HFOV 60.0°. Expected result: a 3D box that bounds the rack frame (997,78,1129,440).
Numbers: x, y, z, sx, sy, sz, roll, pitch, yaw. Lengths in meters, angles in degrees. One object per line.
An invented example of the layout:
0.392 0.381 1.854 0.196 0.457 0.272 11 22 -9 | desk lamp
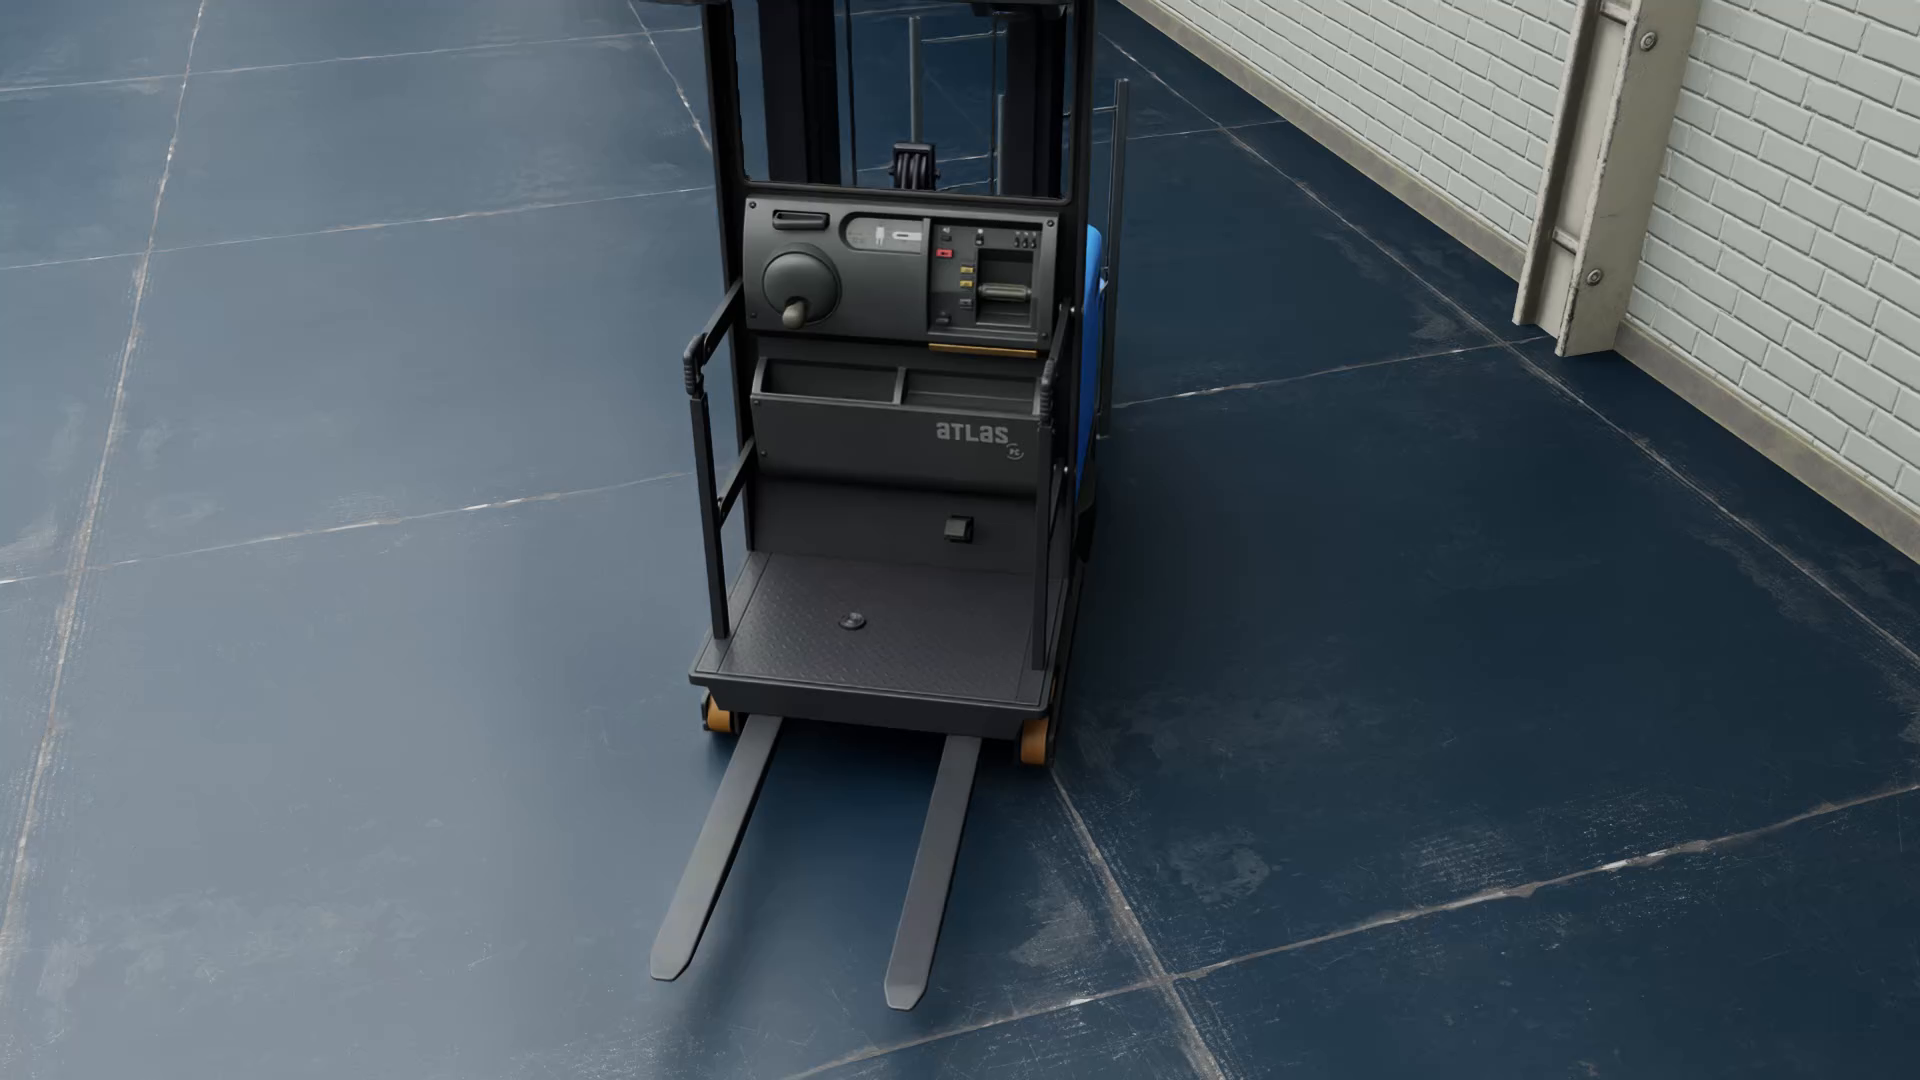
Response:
0.378 -1.010 6.419 0.500 1.500 0.032 -11 35 -16 | rack frame

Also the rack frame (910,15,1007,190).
0.035 -1.538 7.217 0.500 1.500 0.032 -11 35 -16 | rack frame

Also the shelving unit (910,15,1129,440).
0.207 -1.274 6.818 0.538 1.500 1.048 -11 35 -16 | shelving unit

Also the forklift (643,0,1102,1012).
-0.210 -0.732 4.698 1.130 2.935 3.031 5 34 8 | forklift

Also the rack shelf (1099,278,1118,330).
0.207 -1.124 6.917 0.538 0.185 1.000 -11 35 -16 | rack shelf

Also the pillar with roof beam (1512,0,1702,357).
-1.303 -3.984 4.116 9.100 9.000 0.400 -10 35 -15 | pillar with roof beam
